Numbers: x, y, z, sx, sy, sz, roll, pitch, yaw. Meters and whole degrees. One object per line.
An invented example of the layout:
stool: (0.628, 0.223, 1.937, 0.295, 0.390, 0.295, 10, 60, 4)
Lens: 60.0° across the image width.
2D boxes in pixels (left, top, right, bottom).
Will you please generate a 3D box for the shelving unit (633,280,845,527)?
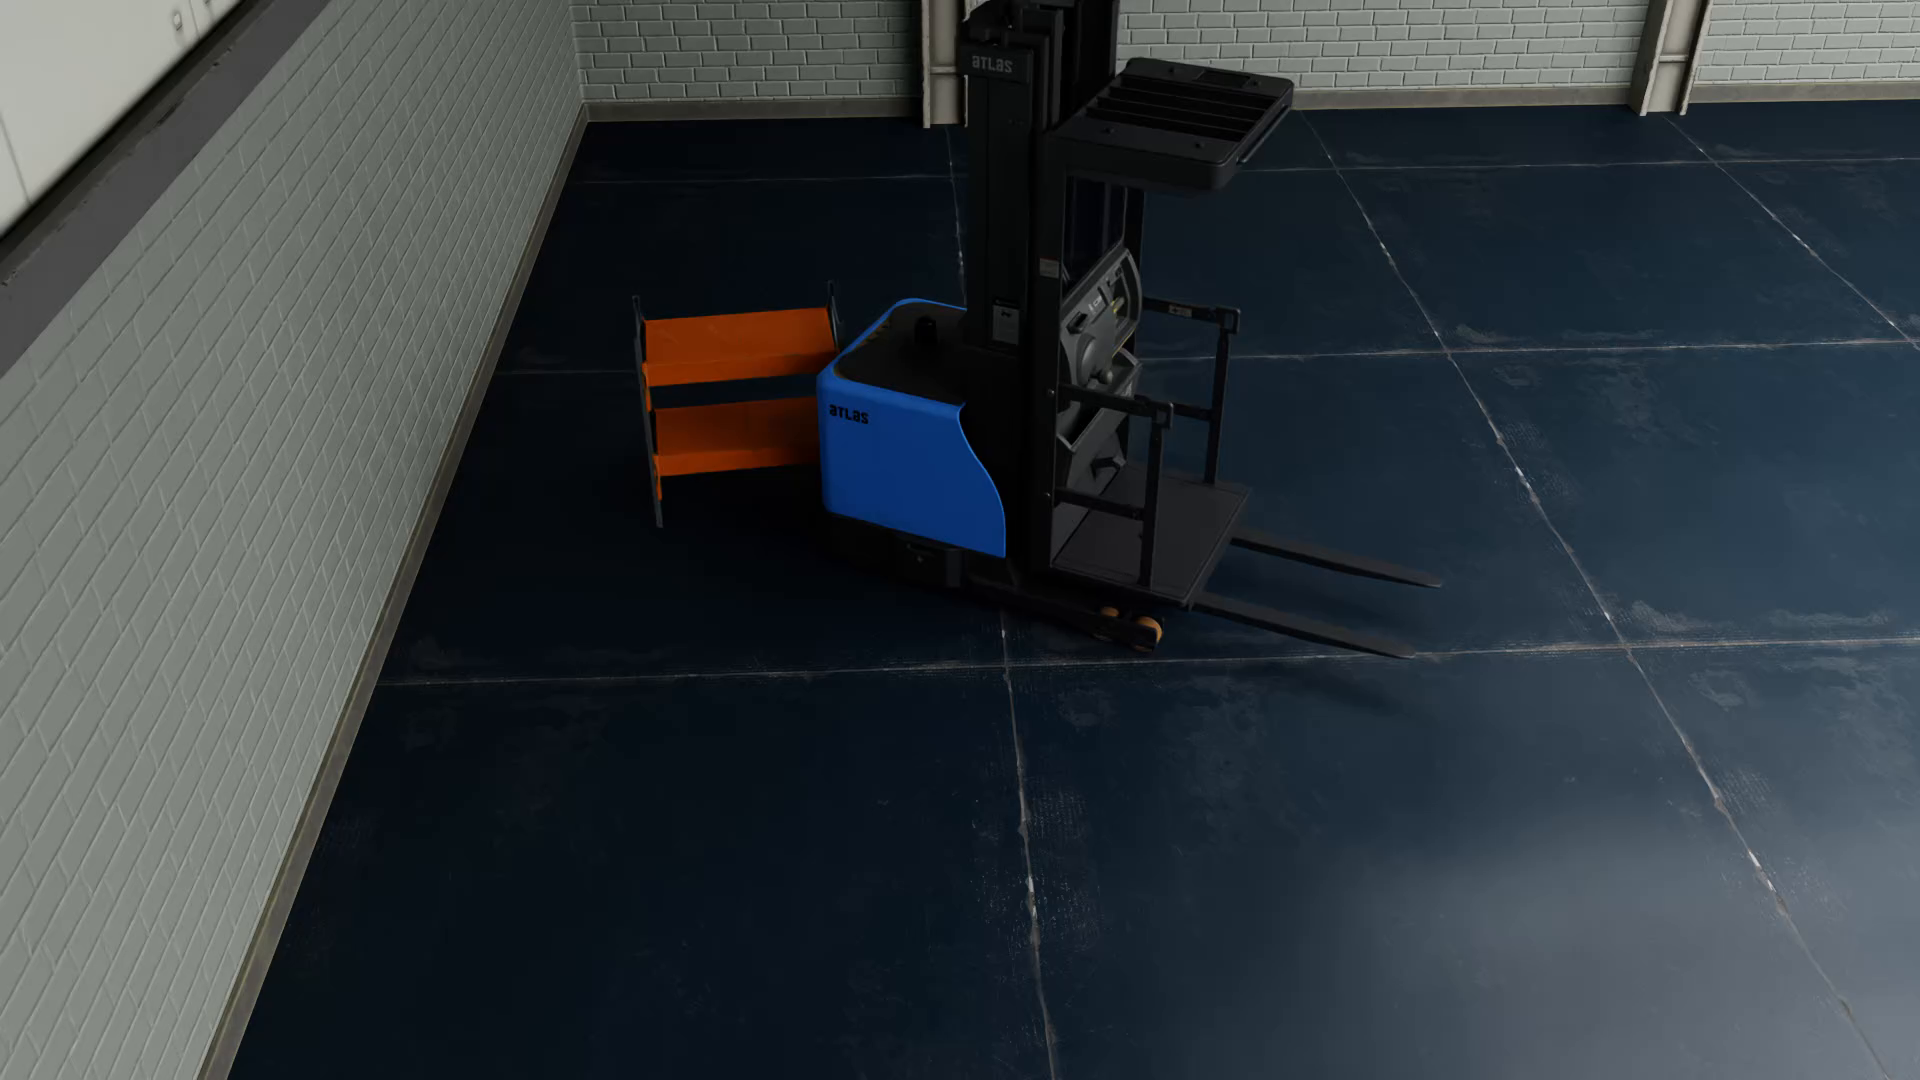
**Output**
shelving unit: (-1.144, -0.720, 8.838, 1.048, 1.125, 0.538, -6, 35, -8)

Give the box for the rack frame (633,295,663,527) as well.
rack frame: (-1.646, -0.671, 8.767, 0.032, 1.125, 0.500, -6, 35, -8)

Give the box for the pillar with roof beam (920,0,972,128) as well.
pillar with roof beam: (0.089, -4.737, 7.724, 0.400, 9.000, 9.100, -2, 35, -2)

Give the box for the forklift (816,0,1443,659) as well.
forklift: (0.842, -1.015, 7.677, 3.031, 2.935, 1.130, 15, 37, 20)

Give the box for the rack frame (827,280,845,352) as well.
rack frame: (-0.643, -0.768, 8.908, 0.032, 1.125, 0.500, -6, 35, -8)

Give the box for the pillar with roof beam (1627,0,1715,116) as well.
pillar with roof beam: (6.082, -4.899, 7.957, 0.400, 9.000, 9.100, -2, 35, -2)

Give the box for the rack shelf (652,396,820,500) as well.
rack shelf: (-1.144, -0.519, 8.977, 1.000, 0.278, 0.538, -6, 35, -8)

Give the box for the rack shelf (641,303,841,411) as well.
rack shelf: (-1.144, -0.960, 8.671, 1.000, 0.278, 0.538, -6, 35, -8)
